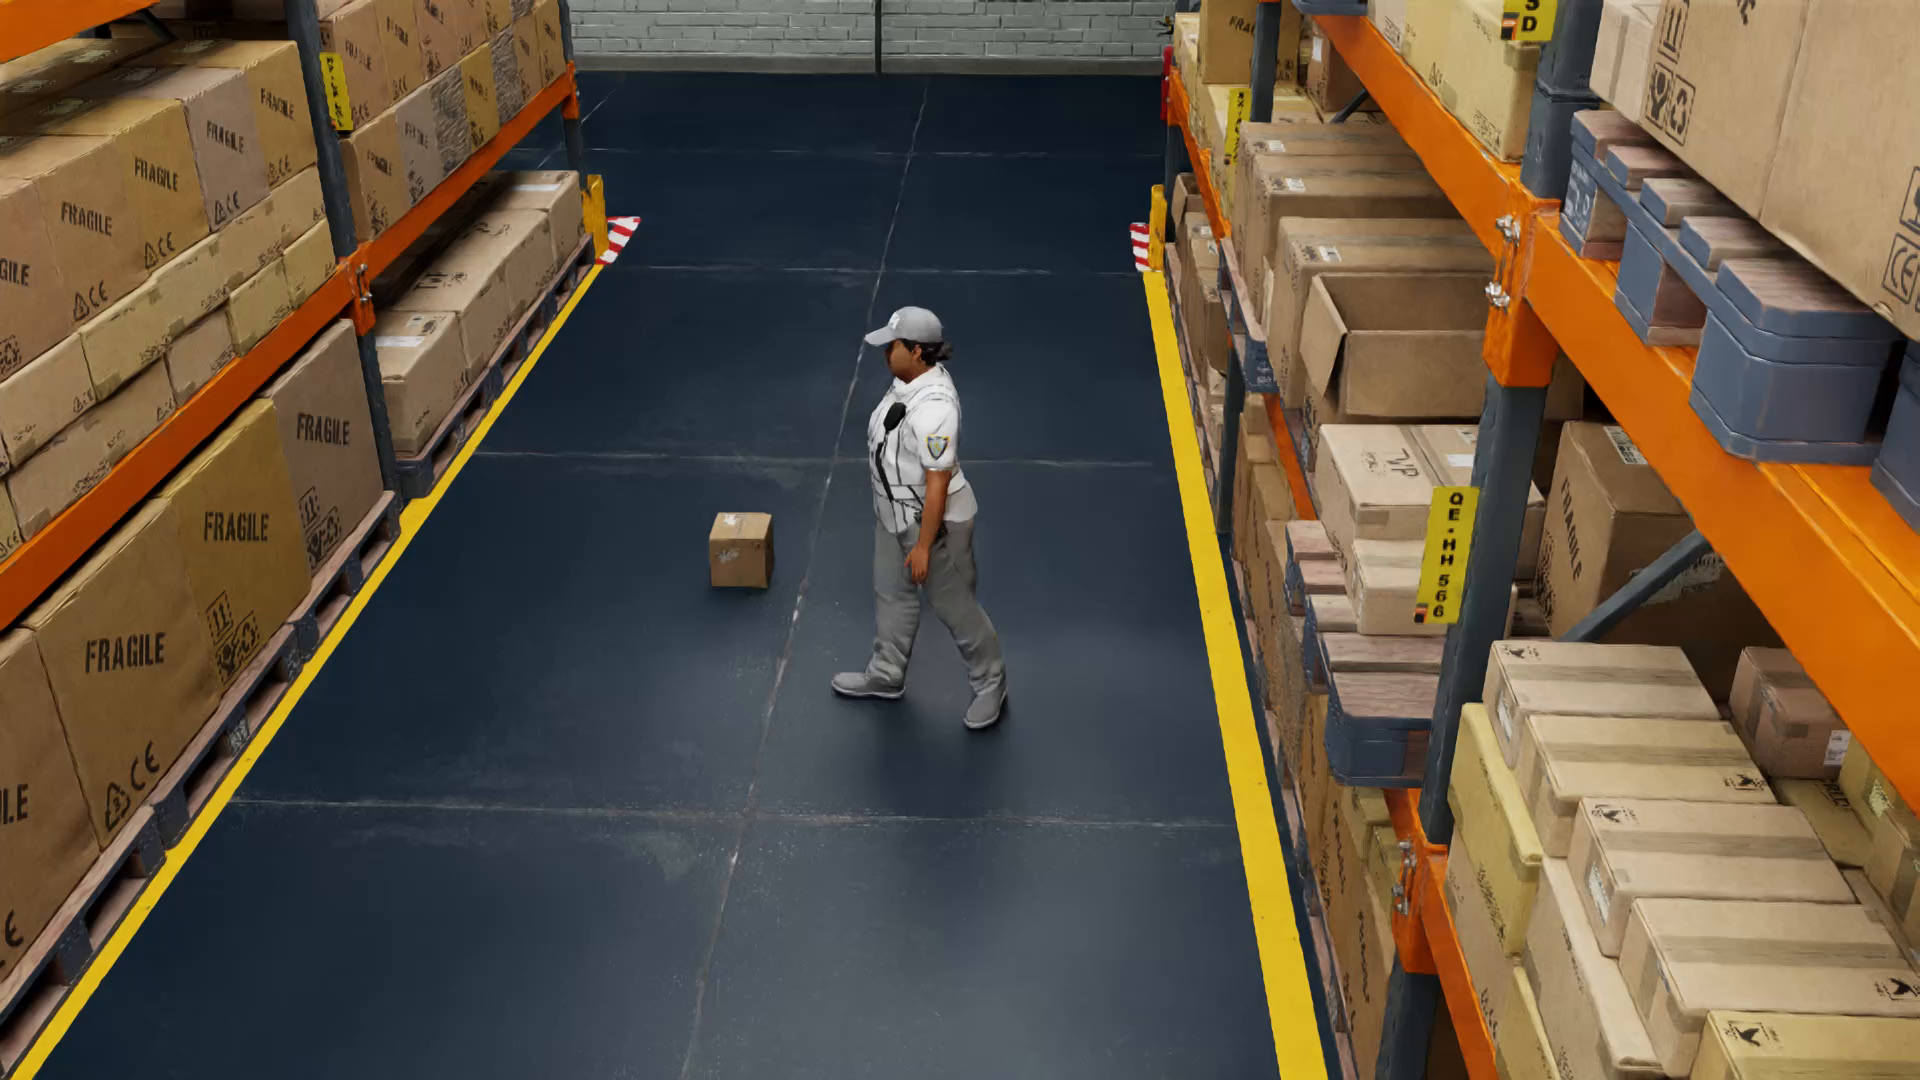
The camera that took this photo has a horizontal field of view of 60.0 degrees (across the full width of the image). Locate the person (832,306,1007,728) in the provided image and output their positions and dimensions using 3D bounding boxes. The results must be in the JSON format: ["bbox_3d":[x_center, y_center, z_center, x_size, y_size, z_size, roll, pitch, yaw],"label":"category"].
[{"bbox_3d":[-0.163,-0.104,6.307,0.651,1.649,0.672,-9,29,-16],"label":"person"}]
